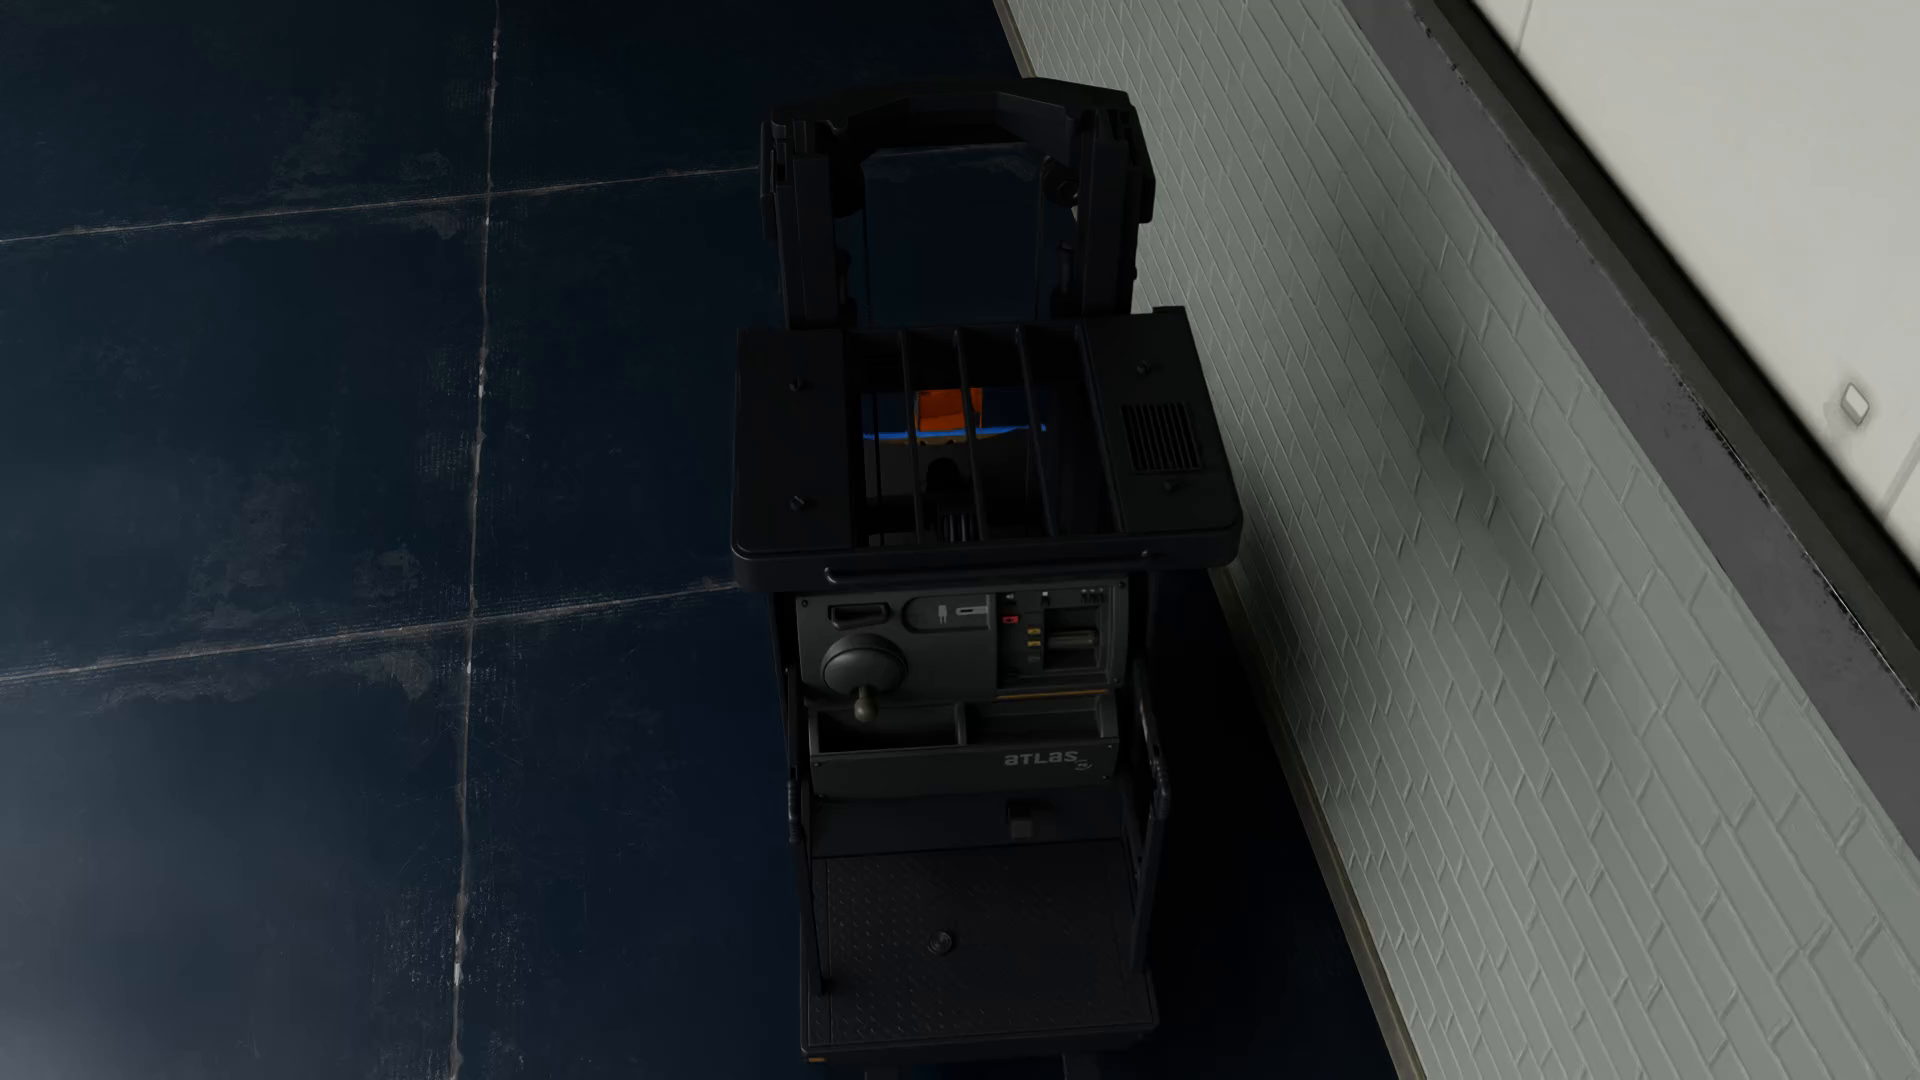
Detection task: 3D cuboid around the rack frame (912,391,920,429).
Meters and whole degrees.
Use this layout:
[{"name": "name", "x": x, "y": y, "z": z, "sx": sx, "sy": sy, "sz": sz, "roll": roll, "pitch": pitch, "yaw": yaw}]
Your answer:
[{"name": "rack frame", "x": -0.173, "y": -0.343, "z": 6.544, "sx": 0.008, "sy": 1.050, "sz": 0.200, "roll": -7, "pitch": 46, "yaw": -7}]

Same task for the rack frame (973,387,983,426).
[{"name": "rack frame", "x": 0.067, "y": -0.373, "z": 6.573, "sx": 0.008, "sy": 1.050, "sz": 0.200, "roll": -7, "pitch": 46, "yaw": -7}]

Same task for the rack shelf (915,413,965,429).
[{"name": "rack shelf", "x": -0.053, "y": -0.350, "z": 6.566, "sx": 0.240, "sy": 0.259, "sz": 0.215, "roll": -7, "pitch": 46, "yaw": -7}]

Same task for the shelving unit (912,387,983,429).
[{"name": "shelving unit", "x": -0.053, "y": -0.358, "z": 6.559, "sx": 0.252, "sy": 1.050, "sz": 0.215, "roll": -7, "pitch": 46, "yaw": -7}]

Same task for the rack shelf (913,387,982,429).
[{"name": "rack shelf", "x": -0.053, "y": -0.547, "z": 6.362, "sx": 0.240, "sy": 0.259, "sz": 0.215, "roll": -7, "pitch": 46, "yaw": -7}]

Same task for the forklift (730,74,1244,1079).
[{"name": "forklift", "x": 0.030, "y": 0.393, "z": 4.529, "sx": 1.130, "sy": 2.935, "sz": 3.031, "roll": -3, "pitch": 46, "yaw": -3}]
